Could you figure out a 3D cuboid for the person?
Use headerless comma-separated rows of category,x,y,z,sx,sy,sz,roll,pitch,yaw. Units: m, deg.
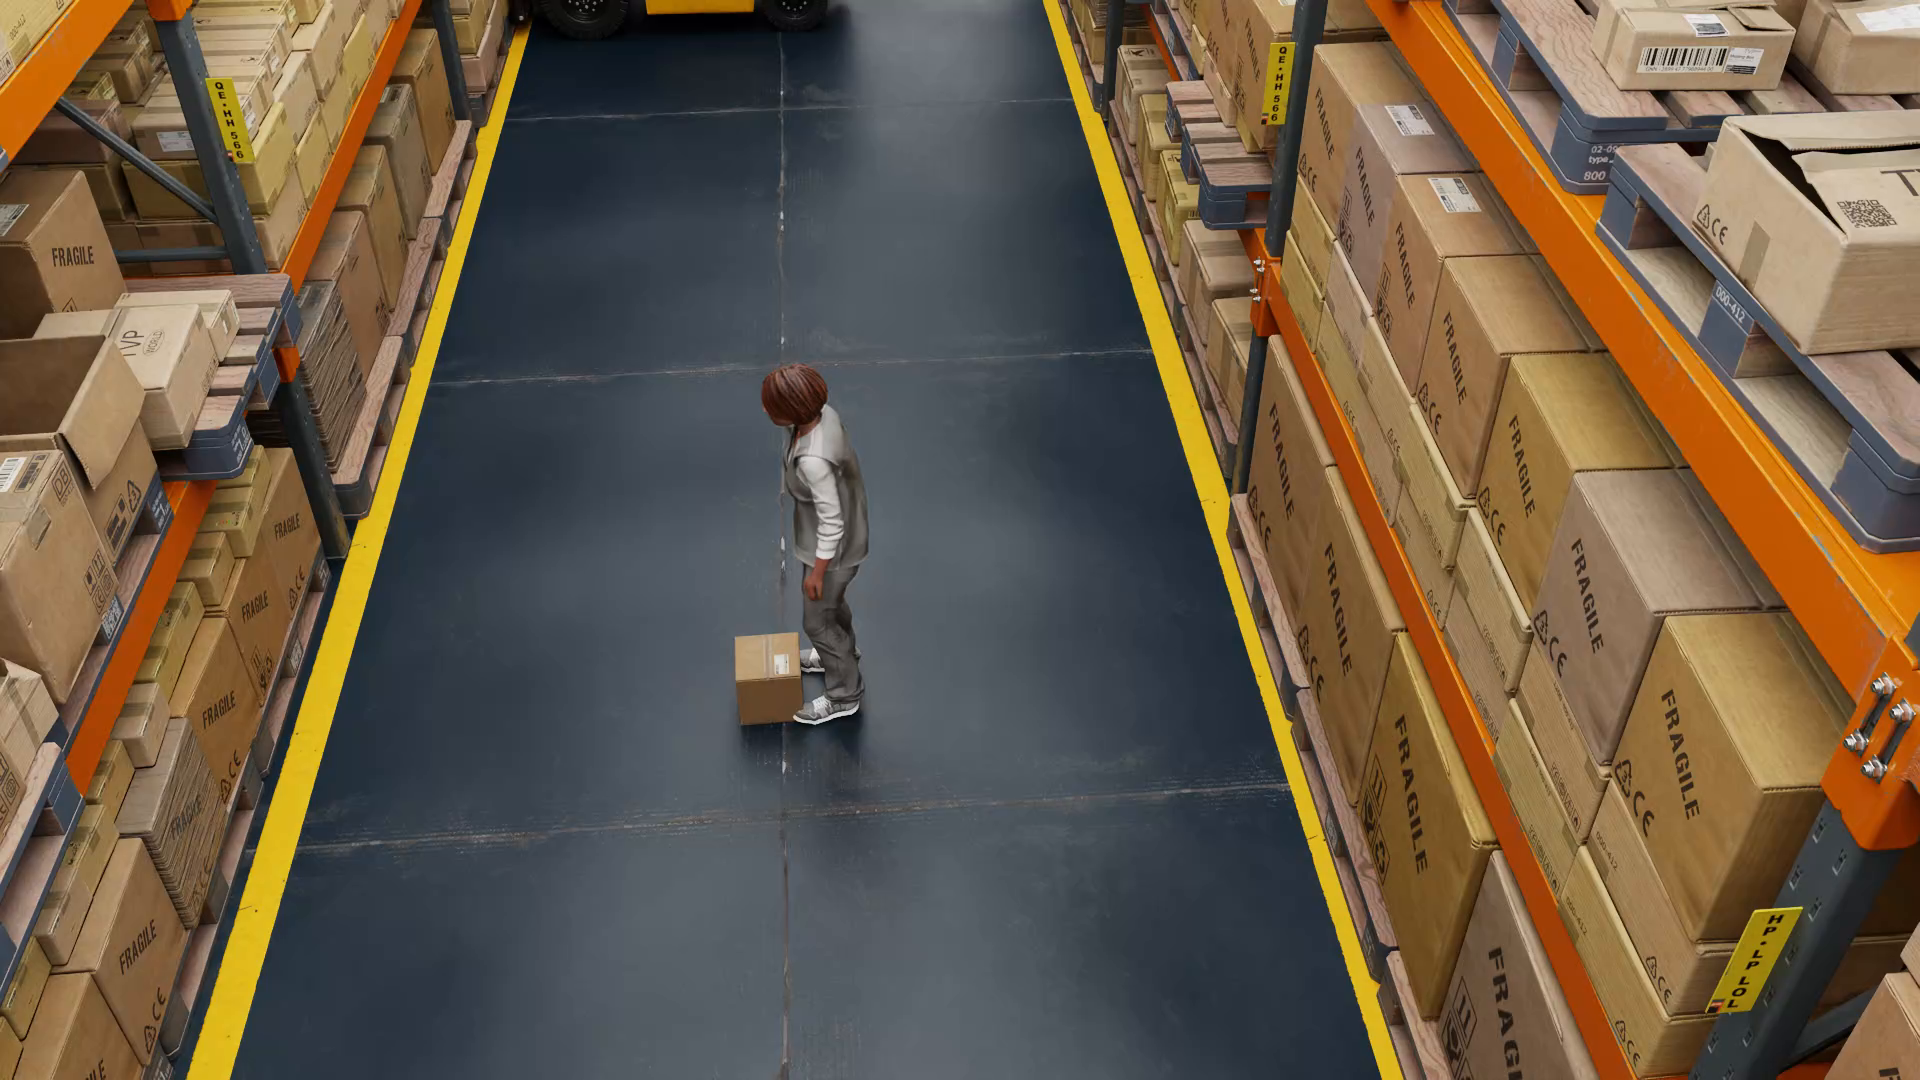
person,-0.510,0.013,6.148,0.343,1.593,0.480,-5,40,-5
